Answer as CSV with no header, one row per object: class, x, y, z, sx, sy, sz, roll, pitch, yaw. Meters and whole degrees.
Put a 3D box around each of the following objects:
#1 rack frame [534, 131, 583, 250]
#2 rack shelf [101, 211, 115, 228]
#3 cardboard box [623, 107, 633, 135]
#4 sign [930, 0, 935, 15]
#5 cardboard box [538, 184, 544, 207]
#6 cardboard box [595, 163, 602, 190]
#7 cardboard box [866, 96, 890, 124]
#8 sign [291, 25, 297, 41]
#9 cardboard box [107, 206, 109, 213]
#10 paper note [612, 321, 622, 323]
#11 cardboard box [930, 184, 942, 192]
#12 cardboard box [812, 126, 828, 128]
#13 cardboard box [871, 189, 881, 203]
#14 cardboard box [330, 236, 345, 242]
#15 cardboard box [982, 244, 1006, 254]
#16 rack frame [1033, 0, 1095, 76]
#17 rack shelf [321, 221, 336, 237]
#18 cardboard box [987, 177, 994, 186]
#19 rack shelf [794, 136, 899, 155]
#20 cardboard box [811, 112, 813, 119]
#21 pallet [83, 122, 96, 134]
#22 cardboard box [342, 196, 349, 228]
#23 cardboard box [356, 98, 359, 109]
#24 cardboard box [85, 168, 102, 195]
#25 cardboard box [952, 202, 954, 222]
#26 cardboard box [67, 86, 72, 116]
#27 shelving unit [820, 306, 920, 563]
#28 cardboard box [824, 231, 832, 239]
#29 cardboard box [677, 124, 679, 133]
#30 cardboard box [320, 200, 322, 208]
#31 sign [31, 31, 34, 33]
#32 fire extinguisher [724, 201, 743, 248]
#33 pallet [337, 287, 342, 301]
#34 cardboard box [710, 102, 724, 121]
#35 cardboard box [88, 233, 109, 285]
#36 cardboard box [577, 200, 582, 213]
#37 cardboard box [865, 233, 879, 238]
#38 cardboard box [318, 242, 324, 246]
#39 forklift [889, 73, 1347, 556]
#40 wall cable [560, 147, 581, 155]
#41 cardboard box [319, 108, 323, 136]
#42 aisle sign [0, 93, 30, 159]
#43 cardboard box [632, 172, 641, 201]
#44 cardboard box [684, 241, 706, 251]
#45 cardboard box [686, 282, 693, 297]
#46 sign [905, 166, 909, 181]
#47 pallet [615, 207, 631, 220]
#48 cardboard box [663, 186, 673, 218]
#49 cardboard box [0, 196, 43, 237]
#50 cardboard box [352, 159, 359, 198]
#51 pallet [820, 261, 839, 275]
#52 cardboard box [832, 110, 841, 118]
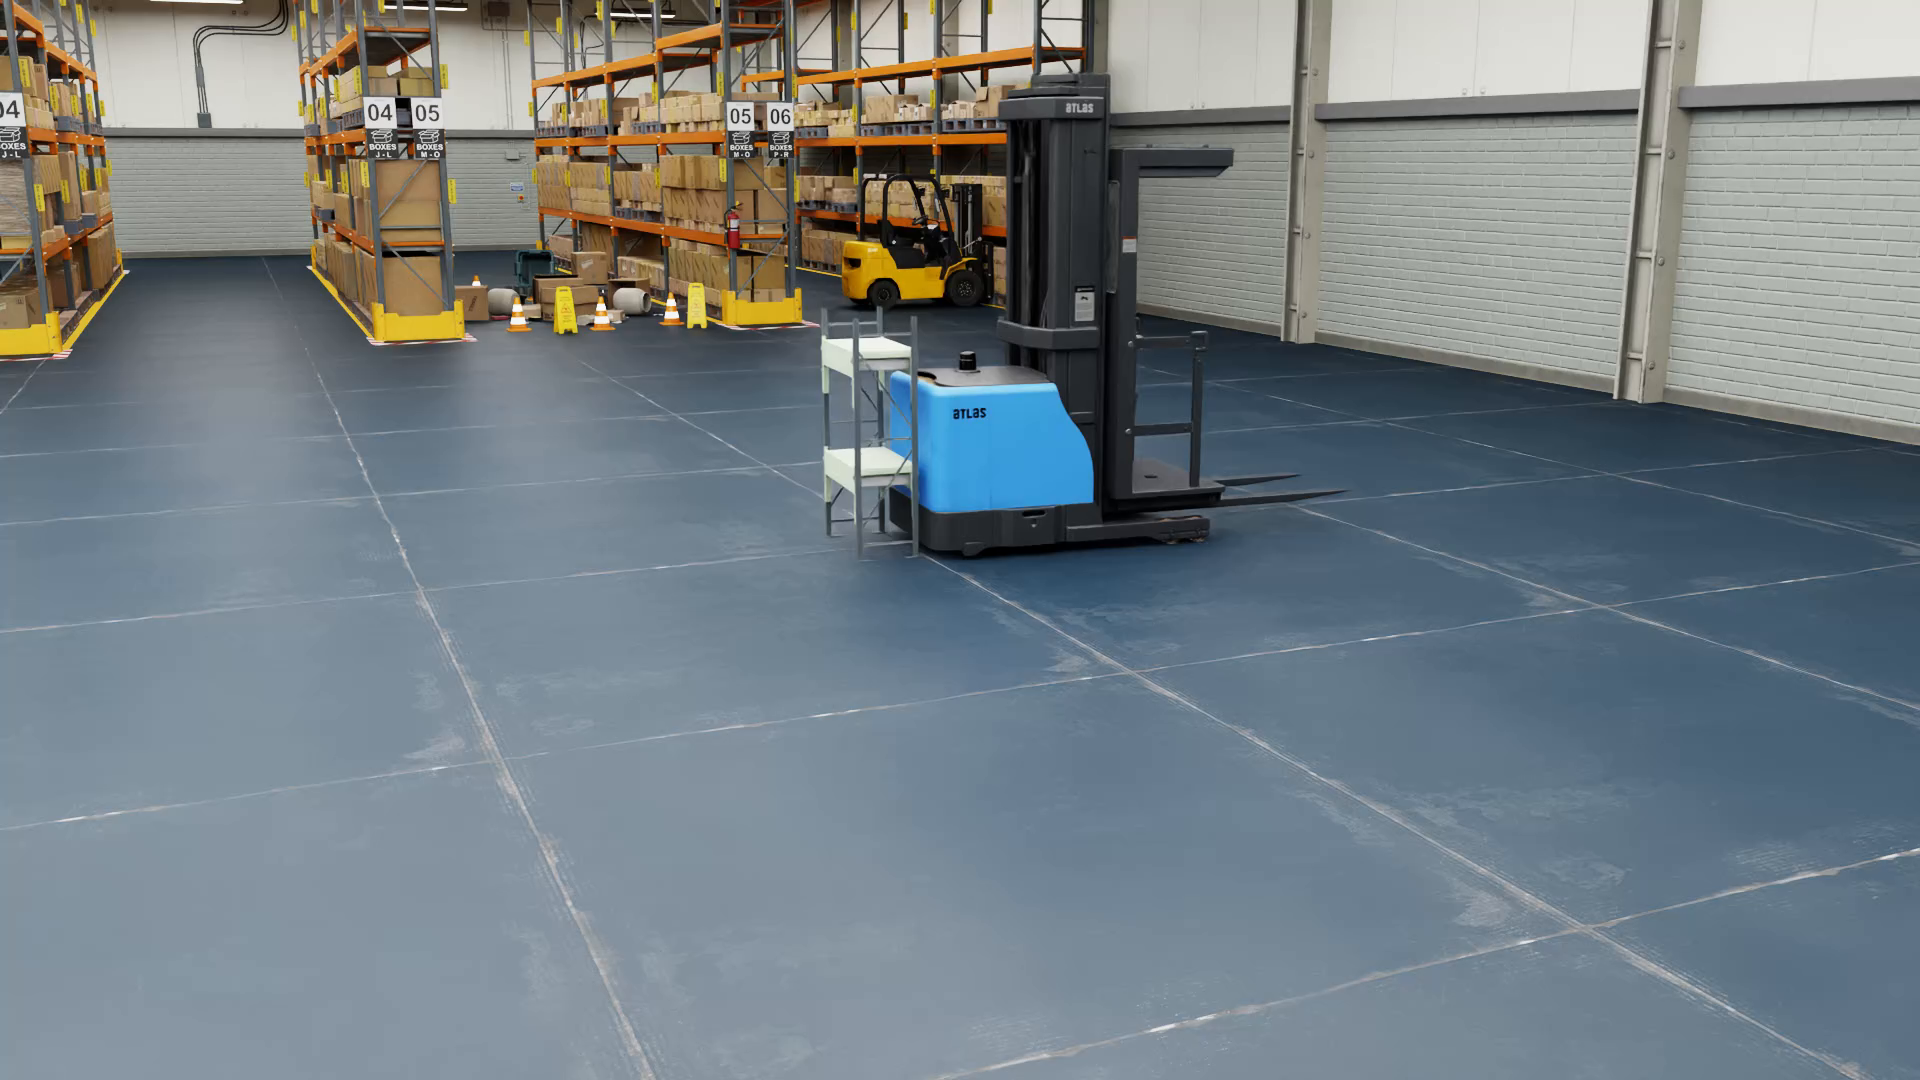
rack frame,-9.339,-8.010,38.826,1.000,3.000,0.127,-6,14,-23
rack shelf,-17.619,-6.351,33.255,1.077,0.370,4.000,-6,14,-23
cardboard box,-5.764,-7.671,30.486,0.700,0.500,0.500,-6,14,-23
sign,-0.478,-9.345,29.042,0.100,0.325,0.005,-6,14,-23
cardboard box,-9.410,-7.934,38.275,0.500,0.500,0.500,-6,14,-23
cardboard box,-6.795,-7.081,32.375,0.500,0.500,0.500,-5,14,-22
cardboard box,-1.521,-8.398,32.476,0.500,0.500,0.500,-5,14,-22
sign,-14.332,-10.909,35.802,0.100,0.325,0.005,-6,14,-23
cardboard box,-17.460,-6.684,33.655,0.380,0.149,0.250,-6,14,-23
paper note,-5.133,-3.273,24.946,0.148,0.019,0.142,-12,18,-42
cardboard box,-0.326,-6.395,30.189,0.380,0.149,0.250,-5,14,-21
cardboard box,-3.133,-9.296,37.404,0.500,0.250,0.500,-6,14,-24
cardboard box,-1.435,-6.760,32.647,0.500,0.250,0.500,-5,14,-21
cardboard box,-11.546,-5.569,31.228,0.500,0.250,0.500,-5,14,-22
cardboard box,0.529,-4.886,28.279,0.500,0.250,0.500,-6,14,-24
rack frame,1.616,-8.076,25.808,1.000,3.000,0.127,-6,14,-23
rack shelf,-11.431,-5.952,31.530,1.077,0.370,4.000,-6,14,-23
cardboard box,0.677,-5.973,27.704,0.380,0.149,0.250,-5,14,-22
rack shelf,-2.389,-8.330,35.154,1.077,0.370,4.000,-6,14,-23
cardboard box,-2.955,-9.065,35.478,0.380,0.149,0.250,-5,14,-22
pallet,-17.136,-7.877,31.794,1.003,0.211,1.213,-6,14,-23
cardboard box,-9.684,-5.300,26.894,0.500,0.500,0.500,-6,14,-24
cardboard box,-7.969,-5.919,22.543,0.380,0.149,0.250,-5,14,-22
cardboard box,-16.965,-6.950,32.257,0.500,0.500,0.500,-6,14,-23
cardboard box,0.176,-5.807,29.087,0.500,0.500,0.500,-5,14,-22
cardboard box,-14.795,-7.140,27.083,0.500,0.500,0.500,-5,14,-21
shelving unit,-0.572,-0.686,10.506,0.431,1.500,0.755,-5,14,-19
cardboard box,-2.710,-6.573,35.792,0.380,0.149,0.250,-5,14,-21
cardboard box,-4.378,-6.683,26.997,0.380,0.149,0.250,-6,14,-23
cardboard box,-11.546,-6.188,30.581,0.380,0.149,0.250,-6,14,-24
sign,-18.931,-10.521,33.948,0.100,0.325,0.005,-6,14,-23
fire extinguisher,-3.307,-4.601,24.270,0.296,0.674,0.183,-6,14,-23
pallet,-10.383,-4.361,29.244,1.003,0.211,1.213,-6,14,-23
cardboard box,-3.382,-6.319,24.541,0.500,0.250,0.500,-6,14,-24
cardboard box,-15.822,-4.961,29.433,1.225,0.875,0.875,-6,14,-23
cardboard box,-7.594,-6.889,34.316,0.500,0.250,0.500,-6,14,-24
cardboard box,-1.767,-6.346,34.812,0.380,0.149,0.250,-5,14,-22
cardboard box,-13.391,-6.238,35.244,0.380,0.149,0.250,-5,14,-22
forklift,1.102,-1.507,10.880,3.031,2.935,1.130,-5,14,-19
wall cable,-10.325,-9.798,44.300,0.588,1.984,0.122,-6,14,-23
cardboard box,-11.500,-7.700,30.613,0.500,0.500,0.500,-6,14,-23
aisle sign,-11.711,-5.090,20.445,0.394,0.787,0.004,-6,14,-23
cardboard box,-5.539,-6.321,29.718,0.500,0.500,0.500,-6,14,-25
cardboard box,-4.230,-4.738,26.755,0.380,0.149,0.250,-5,14,-20
cardboard box,-4.105,-4.031,26.800,0.500,0.250,0.500,-6,14,-24
sign,-1.081,-7.421,33.715,0.100,0.325,0.005,-6,14,-23
pallet,-5.752,-6.126,31.112,1.213,0.211,1.003,-6,14,-23
cardboard box,-4.612,-5.608,27.568,0.500,0.500,0.500,-6,14,-23
cardboard box,-12.206,-4.119,21.133,0.875,0.500,0.500,-6,14,-23
cardboard box,-8.494,-5.356,24.630,0.875,0.550,0.550,-6,14,-23
pallet,-2.338,-5.857,35.709,1.003,0.211,1.213,-6,14,-23
cardboard box,-2.414,-8.794,34.351,0.380,0.149,0.250,-6,14,-24
